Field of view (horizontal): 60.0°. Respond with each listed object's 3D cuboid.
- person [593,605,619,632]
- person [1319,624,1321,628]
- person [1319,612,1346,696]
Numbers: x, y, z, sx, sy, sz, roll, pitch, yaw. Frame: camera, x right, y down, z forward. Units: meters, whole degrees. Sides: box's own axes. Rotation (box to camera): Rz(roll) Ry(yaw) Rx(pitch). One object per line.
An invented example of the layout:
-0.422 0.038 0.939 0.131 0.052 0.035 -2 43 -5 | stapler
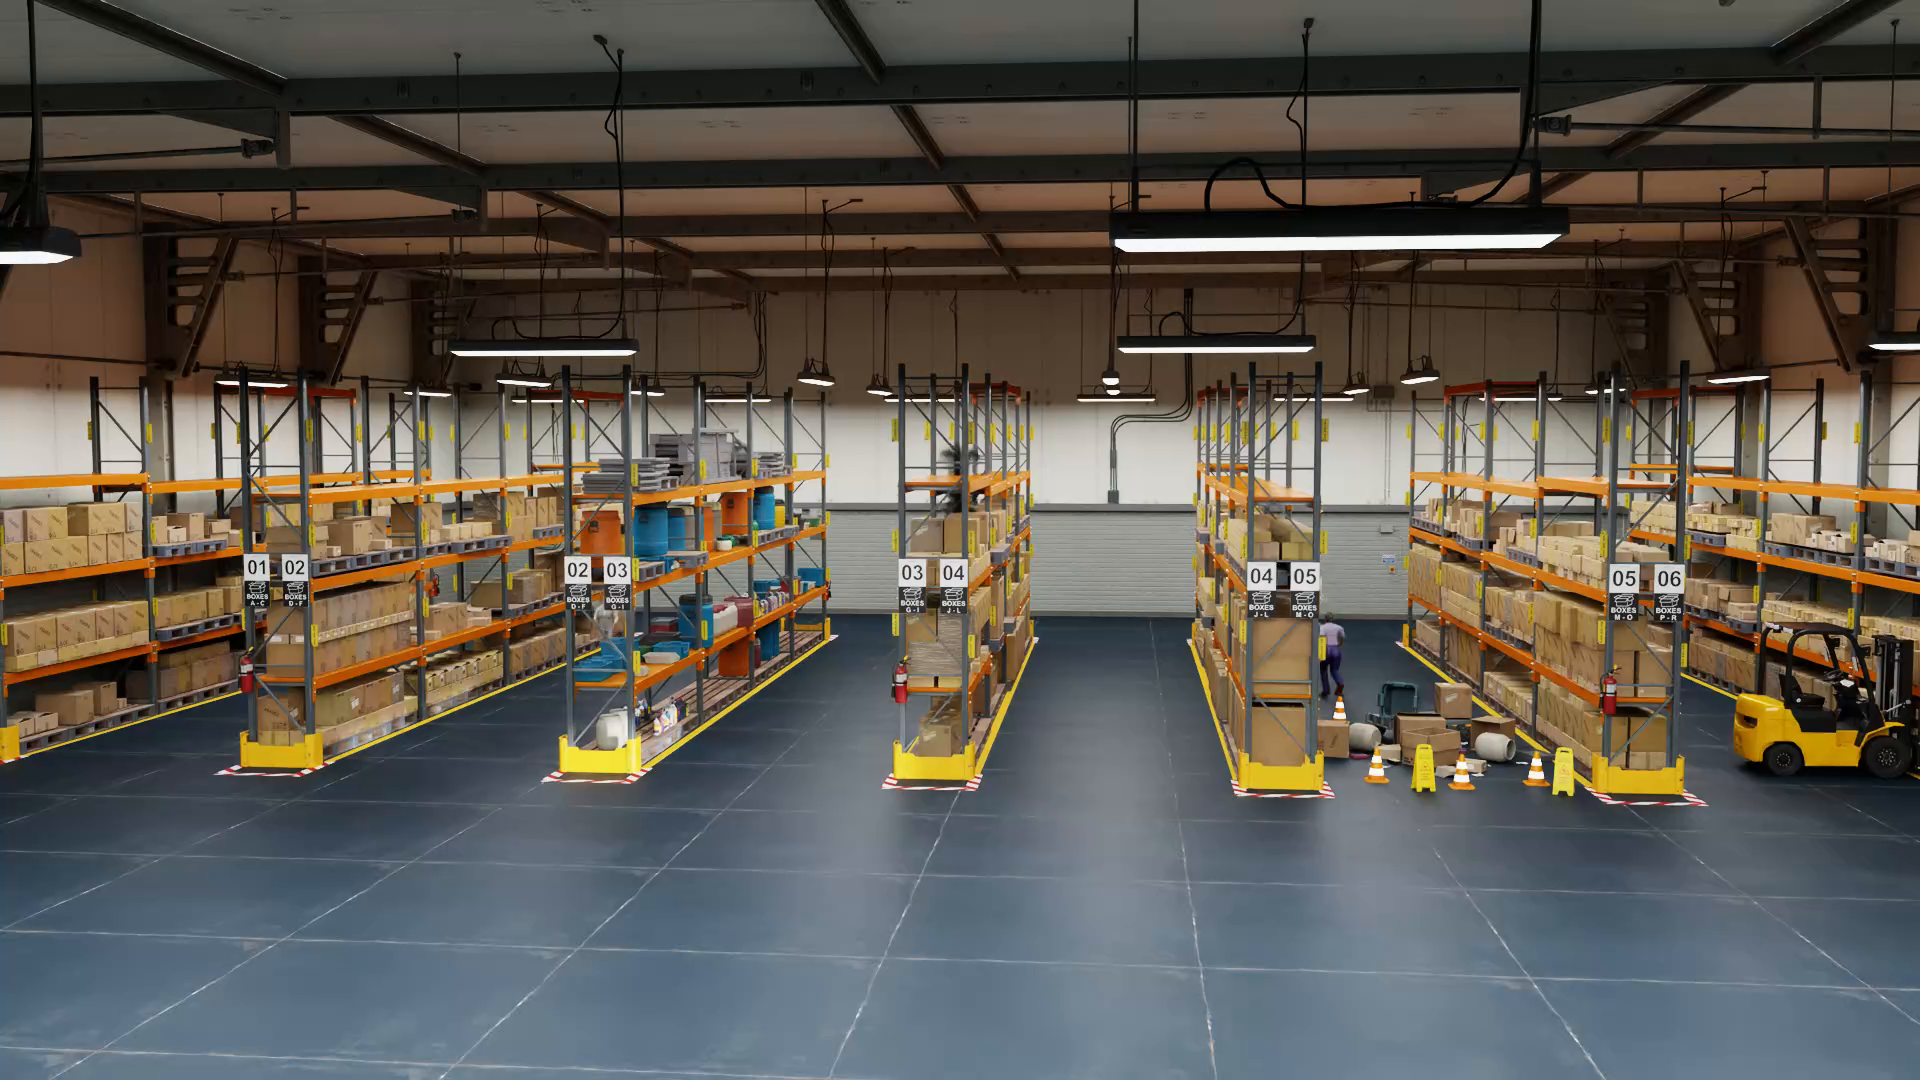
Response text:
-7.564 2.064 35.506 0.543 1.347 0.632 0 4 -2 | person
8.335 1.535 40.290 0.968 1.712 0.673 0 4 2 | person
7.085 2.188 31.589 0.580 1.602 0.725 0 4 -7 | person
